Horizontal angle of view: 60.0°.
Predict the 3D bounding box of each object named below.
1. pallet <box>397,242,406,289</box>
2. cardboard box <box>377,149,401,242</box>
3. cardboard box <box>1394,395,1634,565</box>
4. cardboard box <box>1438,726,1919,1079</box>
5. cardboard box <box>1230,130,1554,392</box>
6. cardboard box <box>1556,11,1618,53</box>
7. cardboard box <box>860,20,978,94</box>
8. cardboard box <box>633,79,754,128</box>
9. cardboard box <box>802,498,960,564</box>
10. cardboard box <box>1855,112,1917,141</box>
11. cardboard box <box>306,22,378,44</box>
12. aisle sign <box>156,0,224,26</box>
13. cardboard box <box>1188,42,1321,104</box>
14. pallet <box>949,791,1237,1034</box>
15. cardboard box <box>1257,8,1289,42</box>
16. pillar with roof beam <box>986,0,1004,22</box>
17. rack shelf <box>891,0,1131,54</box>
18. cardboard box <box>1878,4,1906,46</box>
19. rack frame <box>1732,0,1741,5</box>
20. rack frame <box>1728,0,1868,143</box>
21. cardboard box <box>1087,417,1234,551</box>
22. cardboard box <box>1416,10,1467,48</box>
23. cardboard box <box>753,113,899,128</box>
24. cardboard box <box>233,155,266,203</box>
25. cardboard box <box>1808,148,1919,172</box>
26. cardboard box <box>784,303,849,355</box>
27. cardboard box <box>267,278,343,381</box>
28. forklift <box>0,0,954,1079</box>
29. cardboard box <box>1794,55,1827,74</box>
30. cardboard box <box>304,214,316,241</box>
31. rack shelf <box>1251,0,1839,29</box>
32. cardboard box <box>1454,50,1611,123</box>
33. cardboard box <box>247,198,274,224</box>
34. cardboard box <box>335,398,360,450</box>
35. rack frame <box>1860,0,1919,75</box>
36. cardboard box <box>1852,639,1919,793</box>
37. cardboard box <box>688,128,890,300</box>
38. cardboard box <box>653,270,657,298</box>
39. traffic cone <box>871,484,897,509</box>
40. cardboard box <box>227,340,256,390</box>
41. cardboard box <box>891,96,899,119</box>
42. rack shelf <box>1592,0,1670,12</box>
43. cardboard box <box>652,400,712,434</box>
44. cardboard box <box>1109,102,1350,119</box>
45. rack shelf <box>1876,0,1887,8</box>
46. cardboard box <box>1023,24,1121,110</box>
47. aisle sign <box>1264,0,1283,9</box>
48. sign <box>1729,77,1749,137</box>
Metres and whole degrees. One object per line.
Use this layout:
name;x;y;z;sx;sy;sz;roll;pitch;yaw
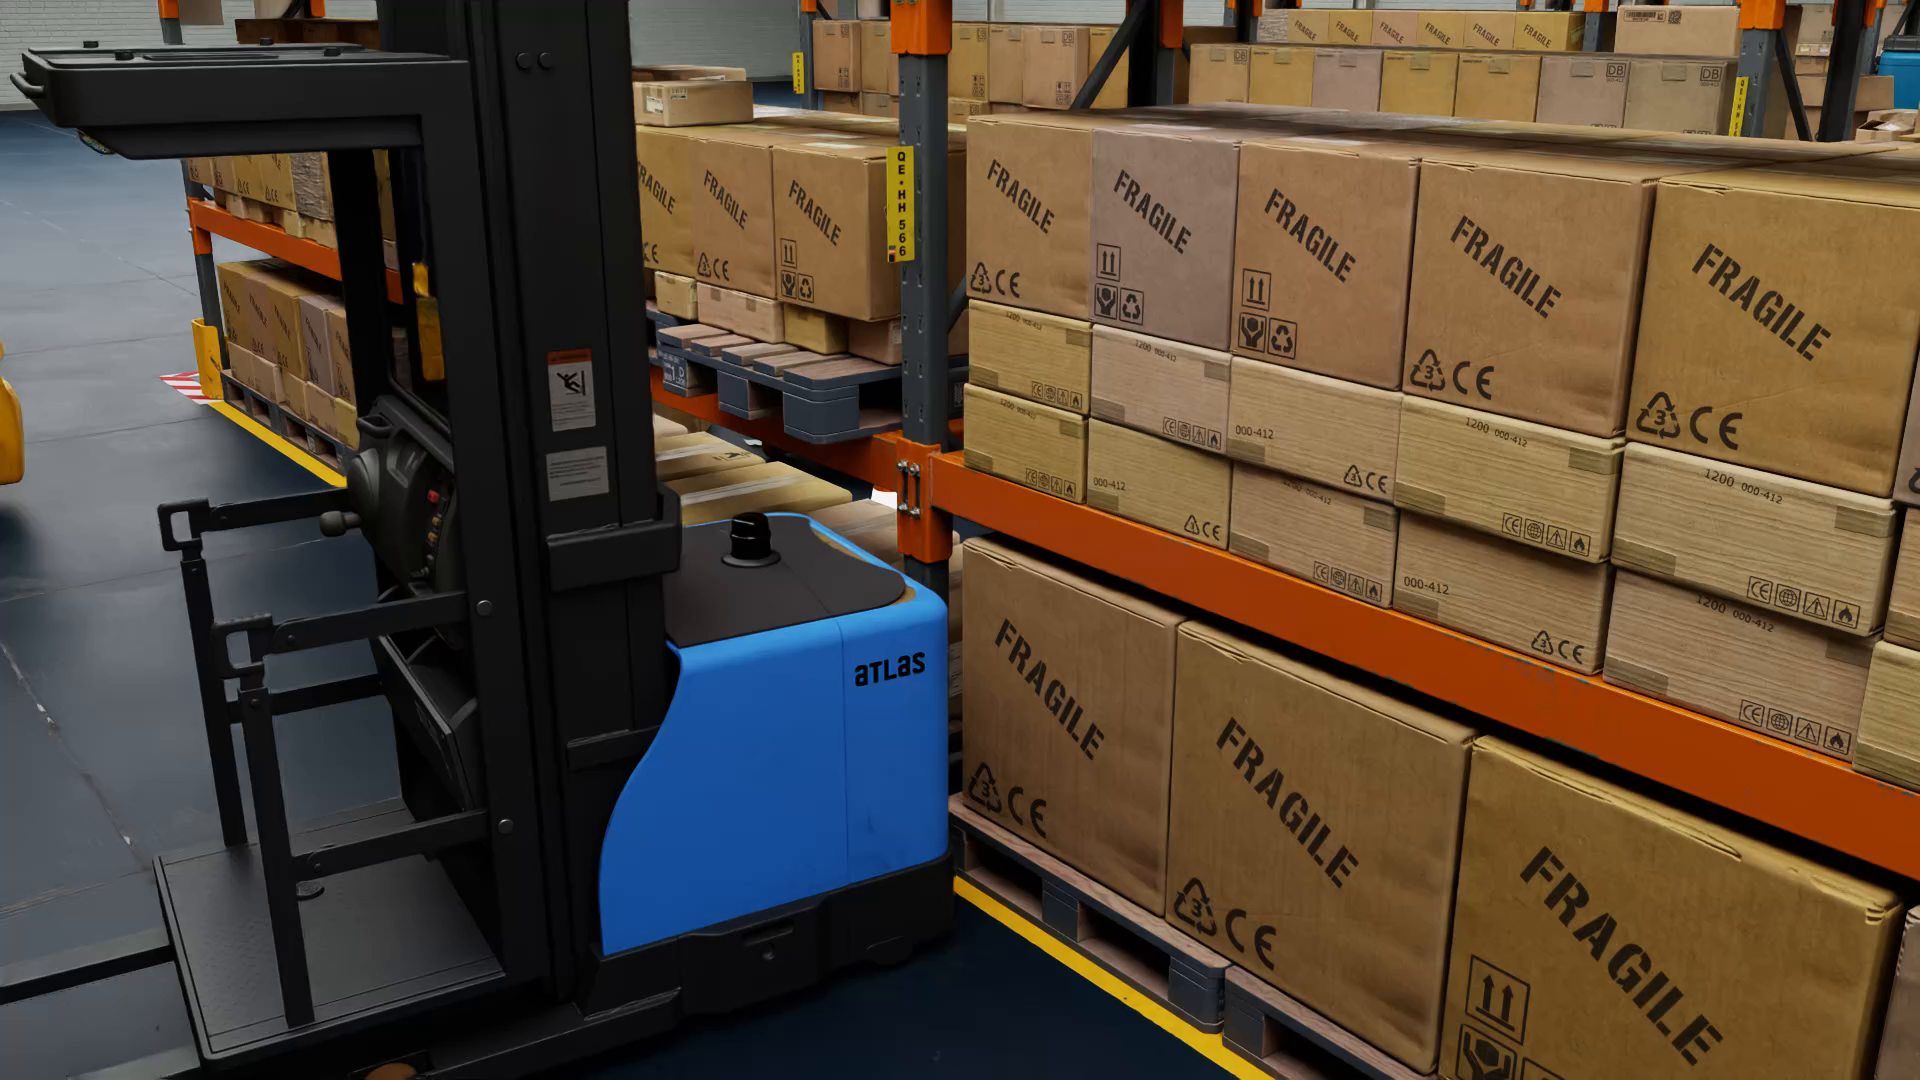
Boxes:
pallet;-1.872;-1.241;7.644;1.003;0.211;1.213;-14;23;-36
cardboard box;-2.703;-1.799;8.390;0.500;0.500;0.500;-15;23;-37
cardboard box;1.297;-0.176;3.566;0.500;0.250;0.500;-13;23;-35
cardboard box;1.720;0.873;3.665;0.875;0.875;0.875;-13;22;-35
cardboard box;0.991;-0.665;3.850;0.500;0.500;0.500;-13;22;-35
cardboard box;5.456;-4.307;14.375;0.500;0.500;0.500;-14;23;-36
cardboard box;-0.284;-3.893;13.391;0.875;0.550;0.550;-14;23;-36
cardboard box;-0.986;-1.607;6.113;0.380;0.149;0.250;-15;24;-39
cardboard box;-0.556;0.163;6.610;0.950;0.372;0.625;-15;23;-37
cardboard box;6.773;-2.991;12.170;0.396;0.266;0.258;-15;23;-38
cardboard box;-3.321;-2.733;9.621;0.700;0.500;0.500;-14;23;-36
aisle sign;-4.997;-3.723;10.700;0.394;0.787;0.004;-14;23;-36
cardboard box;1.898;-2.941;10.722;0.700;0.500;0.500;-14;23;-37
pallet;0.682;0.969;5.099;1.003;0.211;1.213;-14;23;-36
cardboard box;3.181;-4.943;16.297;0.500;0.500;0.500;-14;23;-36
pillar with roof beam;-2.462;-15.287;40.213;9.100;9.000;0.400;-14;23;-36
rack shelf;-0.990;-2.139;6.422;1.077;0.370;4.000;-14;23;-36
cardboard box;12.089;-6.558;21.173;0.700;0.500;0.500;-14;23;-36
rack frame;10.820;-6.401;22.922;1.000;3.000;0.127;-14;23;-36
rack frame;4.069;-1.554;8.285;1.000;3.000;0.127;-14;23;-36
cardboard box;0.691;-0.199;4.431;0.500;0.250;0.500;-15;23;-38
cardboard box;4.420;-4.450;14.807;0.500;0.500;0.500;-14;23;-36
cardboard box;-0.511;-1.364;6.410;0.500;0.500;0.500;-14;23;-35
cardboard box;-3.998;-2.300;9.905;0.500;0.500;0.500;-15;23;-37
cardboard box;2.040;-0.508;3.376;0.500;0.500;0.500;-15;23;-37
cardboard box;-0.360;-0.730;5.527;0.380;0.149;0.250;-14;23;-35
cardboard box;-3.783;-1.273;9.948;0.500;0.500;0.500;-13;23;-35
forklift;-1.549;-0.111;4.034;3.031;2.935;1.130;-10;21;-29
cardboard box;11.430;-6.203;22.164;0.700;0.500;0.500;-13;22;-35
cardboard box;-3.440;-1.768;9.330;0.380;0.149;0.250;-14;23;-37
rack shelf;2.827;-3.130;9.415;1.077;0.370;4.000;-14;23;-36
cardboard box;3.163;-2.439;9.208;0.700;0.500;0.500;-14;23;-37
cardboard box;-4.090;-2.022;10.096;0.380;0.149;0.250;-13;22;-35
cardboard box;-3.148;-0.665;9.307;0.500;0.250;0.500;-15;23;-38
rack frame;9.419;-4.450;17.029;1.000;3.000;0.127;-14;23;-36
cardboard box;1.943;0.306;2.904;0.500;0.250;0.500;-14;23;-37
cardboard box;-0.578;-1.134;5.716;0.500;0.500;0.500;-14;23;-37
cardboard box;-0.940;-0.999;6.338;0.380;0.149;0.250;-14;23;-36
traffic cone;-0.365;-0.312;8.570;0.336;0.463;0.334;-14;23;-36
cardboard box;-4.432;-1.176;10.848;0.500;0.250;0.500;-14;23;-37
cardboard box;-0.024;-3.220;13.078;0.875;0.550;0.550;-14;23;-36
rack shelf;6.778;-4.073;12.263;1.077;0.370;4.000;-14;23;-36
cardboard box;-1.831;-0.893;10.260;0.500;0.500;0.500;1;18;2
cardboard box;0.777;-1.009;4.888;0.500;0.500;0.500;-15;23;-38
rack shelf;10.661;-5.039;15.182;1.077;0.370;4.000;-14;23;-36
cardboard box;0.951;-3.334;11.704;0.875;0.550;0.550;-14;23;-36
aisle sign;3.249;-5.777;16.901;0.394;0.787;0.004;-14;23;-36
sign;3.636;-1.995;7.773;0.100;0.325;0.005;-14;23;-36
